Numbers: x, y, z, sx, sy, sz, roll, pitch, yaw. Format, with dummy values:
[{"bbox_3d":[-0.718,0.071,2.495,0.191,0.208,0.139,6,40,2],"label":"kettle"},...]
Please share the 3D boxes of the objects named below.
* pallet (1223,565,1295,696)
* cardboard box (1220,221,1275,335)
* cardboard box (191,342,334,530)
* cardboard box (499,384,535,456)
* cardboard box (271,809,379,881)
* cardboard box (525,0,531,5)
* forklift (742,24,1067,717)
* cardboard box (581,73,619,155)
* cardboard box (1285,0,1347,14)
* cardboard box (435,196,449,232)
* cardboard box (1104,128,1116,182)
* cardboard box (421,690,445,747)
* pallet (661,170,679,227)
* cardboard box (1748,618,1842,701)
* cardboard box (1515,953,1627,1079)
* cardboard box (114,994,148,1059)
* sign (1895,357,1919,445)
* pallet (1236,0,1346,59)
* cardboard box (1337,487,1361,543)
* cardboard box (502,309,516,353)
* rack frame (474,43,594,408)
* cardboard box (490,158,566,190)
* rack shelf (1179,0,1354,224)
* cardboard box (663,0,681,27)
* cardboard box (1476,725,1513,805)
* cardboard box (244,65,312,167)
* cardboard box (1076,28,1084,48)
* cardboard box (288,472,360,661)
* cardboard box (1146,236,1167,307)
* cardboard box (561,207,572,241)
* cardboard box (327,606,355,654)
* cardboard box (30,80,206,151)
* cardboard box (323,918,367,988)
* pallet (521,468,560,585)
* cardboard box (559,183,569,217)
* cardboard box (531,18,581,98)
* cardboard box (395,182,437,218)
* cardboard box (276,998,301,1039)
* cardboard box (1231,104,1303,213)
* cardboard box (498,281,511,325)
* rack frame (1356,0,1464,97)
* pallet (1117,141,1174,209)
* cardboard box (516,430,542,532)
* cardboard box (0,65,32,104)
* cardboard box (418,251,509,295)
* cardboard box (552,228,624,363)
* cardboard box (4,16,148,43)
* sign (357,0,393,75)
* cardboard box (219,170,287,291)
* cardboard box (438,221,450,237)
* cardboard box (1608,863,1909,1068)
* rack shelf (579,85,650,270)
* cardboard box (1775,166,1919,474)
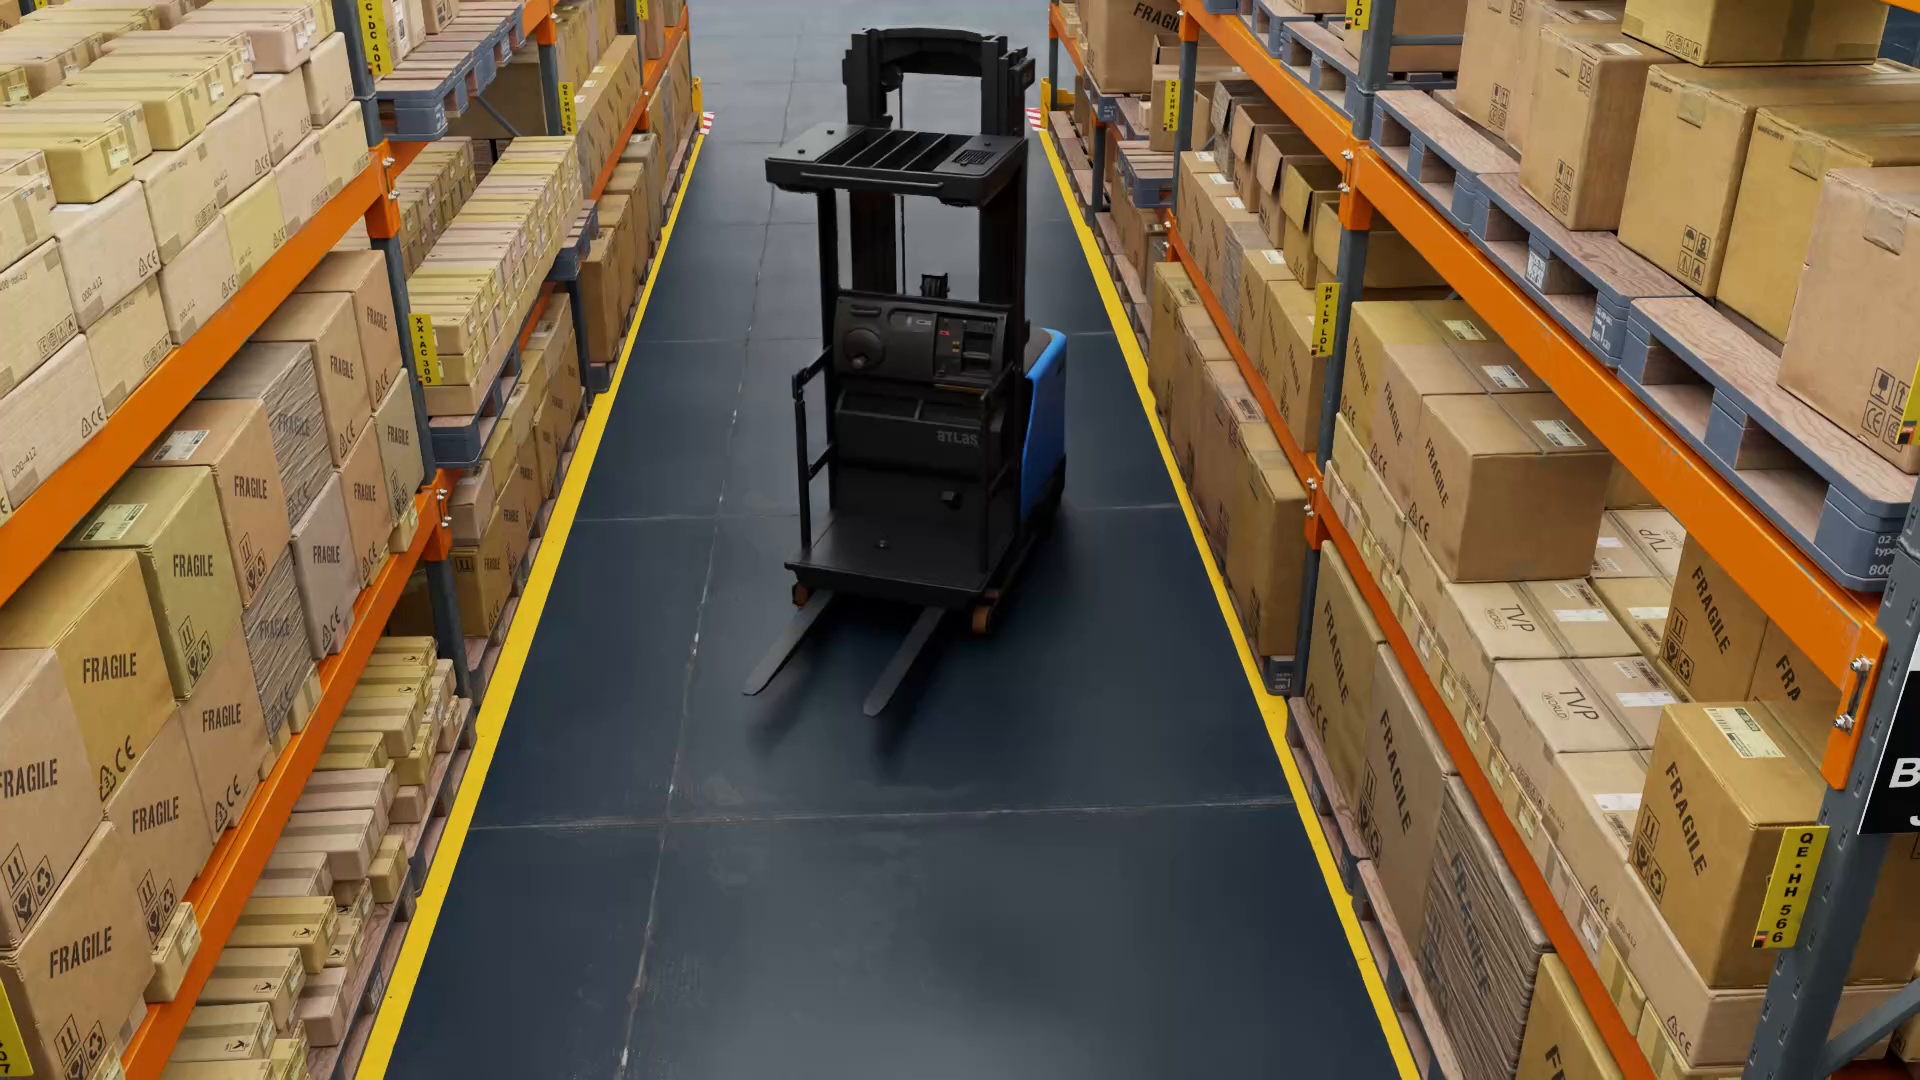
[{"bbox_3d":[2.001,0.393,8.767,1.003,0.211,1.213,-1,28,-3],"label":"pallet"},{"bbox_3d":[1.745,-1.443,9.166,0.500,0.500,0.500,-1,28,-2],"label":"cardboard box"},{"bbox_3d":[-2.502,-0.349,5.664,0.500,0.500,0.500,-1,28,-1],"label":"cardboard box"},{"bbox_3d":[-2.669,-0.655,9.200,0.500,0.250,0.500,0,28,-1],"label":"cardboard box"},{"bbox_3d":[-2.422,1.157,6.273,0.380,0.149,0.250,-2,28,-4],"label":"cardboard box"},{"bbox_3d":[-2.767,-3.379,9.634,0.500,0.500,0.500,-1,28,-3],"label":"cardboard box"},{"bbox_3d":[-0.273,-0.999,8.497,1.130,2.935,3.031,8,29,15],"label":"forklift"},{"bbox_3d":[-2.884,-3.218,12.569,0.500,0.500,0.500,-2,28,-3],"label":"cardboard box"},{"bbox_3d":[2.036,-2.955,8.362,0.797,0.503,0.637,-2,28,-3],"label":"cardboard box"},{"bbox_3d":[-3.179,-1.876,9.600,0.380,0.149,0.250,-1,28,-2],"label":"cardboard box"},{"bbox_3d":[1.681,-3.711,15.870,0.500,0.500,0.500,7,28,14],"label":"cardboard box"},{"bbox_3d":[-2.481,0.793,7.293,0.380,0.149,0.250,-3,28,-5],"label":"cardboard box"},{"bbox_3d":[-3.221,-3.226,15.708,1.003,0.211,1.213,-1,28,-3],"label":"pallet"},{"bbox_3d":[2.544,0.502,4.574,0.500,0.500,0.500,-2,28,-4],"label":"cardboard box"},{"bbox_3d":[2.212,1.821,4.858,0.875,0.875,0.875,-1,28,-3],"label":"cardboard box"},{"bbox_3d":[-2.377,1.269,4.344,0.380,0.149,0.250,0,28,-1],"label":"cardboard box"},{"bbox_3d":[1.783,-0.322,3.008,0.100,0.325,0.005,-1,28,-3],"label":"sign"},{"bbox_3d":[2.056,-2.769,8.777,1.003,0.211,1.213,0,28,0],"label":"pallet"},{"bbox_3d":[1.814,-0.111,6.991,0.380,0.149,0.250,-2,28,-4],"label":"cardboard box"},{"bbox_3d":[-2.445,-1.043,8.323,0.380,0.149,0.250,-1,28,-2],"label":"cardboard box"},{"bbox_3d":[-3.051,-2.263,10.844,1.000,3.000,0.127,-1,28,-3],"label":"rack frame"},{"bbox_3d":[-2.543,-2.149,9.801,0.380,0.149,0.250,-1,28,-1],"label":"cardboard box"},{"bbox_3d":[2.012,-2.423,8.686,1.077,0.370,4.000,-1,28,-3],"label":"rack shelf"},{"bbox_3d":[-3.353,-5.600,17.081,0.875,0.550,0.550,-1,28,-3],"label":"cardboard box"},{"bbox_3d":[1.909,0.722,5.393,0.380,0.149,0.250,-1,28,-2],"label":"cardboard box"},{"bbox_3d":[-2.548,-1.453,5.670,0.500,0.250,0.500,-2,28,-5],"label":"cardboard box"},{"bbox_3d":[1.331,-4.857,16.090,0.380,0.149,0.250,-1,28,-3],"label":"cardboard box"},{"bbox_3d":[-2.484,0.095,5.895,0.500,0.500,0.500,-2,28,-3],"label":"cardboard box"},{"bbox_3d":[1.811,-1.987,12.544,0.700,0.500,0.500,-4,28,-7],"label":"cardboard box"},{"bbox_3d":[-2.541,-1.887,9.942,0.380,0.149,0.250,-1,28,-2],"label":"cardboard box"},{"bbox_3d":[-2.484,0.308,6.188,0.380,0.149,0.250,-3,28,-5],"label":"cardboard box"},{"bbox_3d":[-2.425,-1.226,4.804,0.380,0.149,0.250,-2,28,-4],"label":"cardboard box"},{"bbox_3d":[-2.435,1.546,6.171,0.380,0.149,0.250,-1,28,-3],"label":"cardboard box"},{"bbox_3d":[-2.951,-0.103,9.720,1.003,0.211,1.213,-1,28,-3],"label":"pallet"},{"bbox_3d":[-2.538,-2.007,9.851,0.380,0.149,0.250,-1,28,-1],"label":"cardboard box"},{"bbox_3d":[-3.121,-3.428,11.890,0.700,0.500,0.500,-2,28,-3],"label":"cardboard box"},{"bbox_3d":[-3.166,-1.898,9.320,0.380,0.149,0.250,0,28,0],"label":"cardboard box"},{"bbox_3d":[-2.477,1.650,5.650,0.380,0.149,0.250,-3,28,-5],"label":"cardboard box"},{"bbox_3d":[1.961,-2.186,9.504,0.797,0.503,0.637,-1,28,-1],"label":"cardboard box"},{"bbox_3d":[-2.447,-1.174,8.253,0.380,0.149,0.250,-3,28,-5],"label":"cardboard box"},{"bbox_3d":[2.117,-3.148,6.055,1.000,3.000,0.127,-1,28,-3],"label":"rack frame"},{"bbox_3d":[1.764,-2.577,11.655,1.213,0.211,1.003,-1,28,-3],"label":"pallet"},{"bbox_3d":[-2.686,-0.327,9.382,0.500,0.500,0.500,-1,28,-2],"label":"cardboard box"},{"bbox_3d":[-3.048,-1.329,5.001,0.380,0.149,0.250,0,28,0],"label":"cardboard box"},{"bbox_3d":[-2.445,-1.309,8.191,0.380,0.149,0.250,-2,28,-3],"label":"cardboard box"},{"bbox_3d":[-2.993,-1.735,11.811,1.050,0.750,0.750,-2,28,-3],"label":"cardboard box"},{"bbox_3d":[-3.018,-1.696,5.705,0.380,0.149,0.250,-2,28,-3],"label":"cardboard box"},{"bbox_3d":[-2.300,-1.991,6.521,0.100,0.325,0.005,-1,28,-3],"label":"sign"},{"bbox_3d":[-2.505,-0.993,5.329,0.500,0.250,0.500,-2,28,-3],"label":"cardboard box"},{"bbox_3d":[-3.185,-1.753,9.684,0.380,0.149,0.250,0,28,0],"label":"cardboard box"},{"bbox_3d":[2.035,1.076,4.284,0.500,0.250,0.500,-2,28,-3],"label":"cardboard box"},{"bbox_3d":[-3.155,-2.867,12.782,1.077,0.370,4.000,-1,28,-3],"label":"rack shelf"},{"bbox_3d":[2.245,-0.485,3.522,0.700,0.500,0.500,-3,28,-6],"label":"cardboard box"}]
